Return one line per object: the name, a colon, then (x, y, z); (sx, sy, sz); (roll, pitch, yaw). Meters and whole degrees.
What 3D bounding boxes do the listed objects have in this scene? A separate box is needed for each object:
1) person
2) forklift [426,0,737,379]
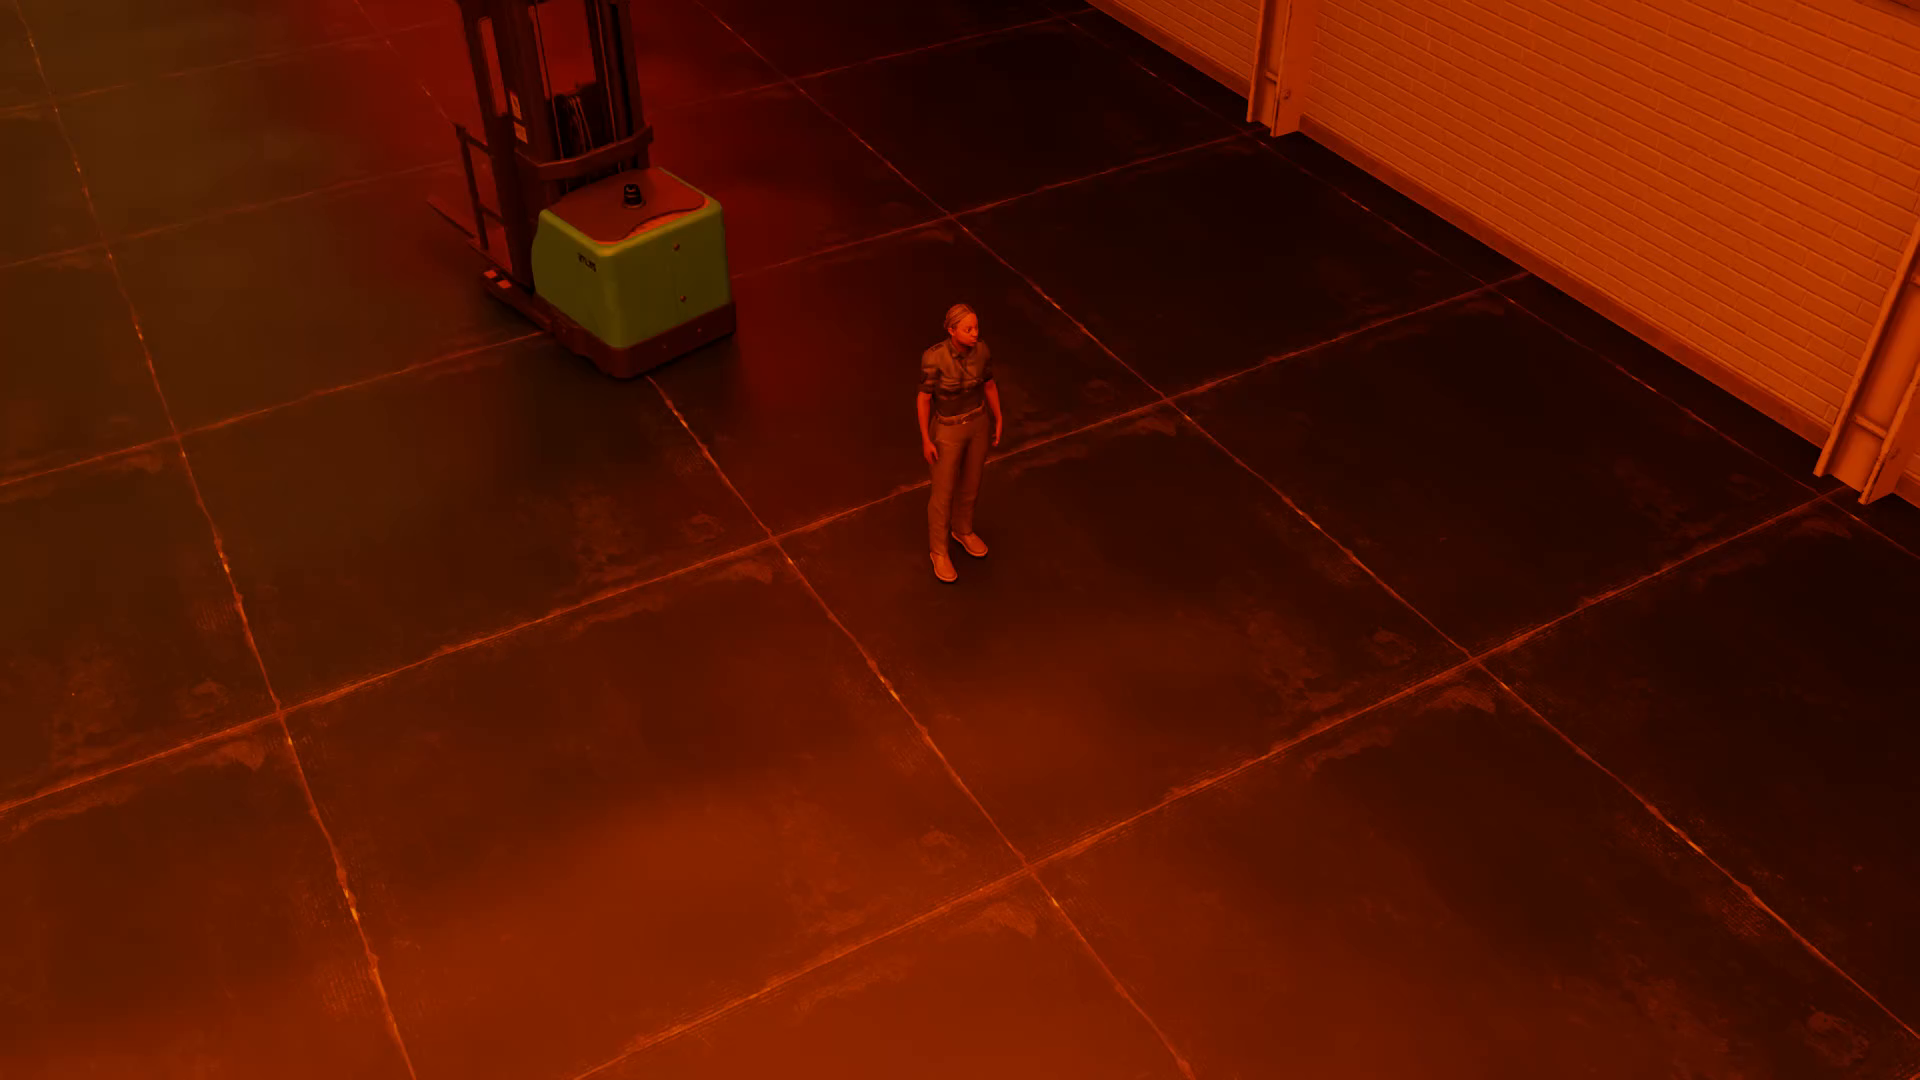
person: (0.027, -0.588, 9.733); (0.569, 1.656, 0.503); (-20, 44, -23)
forklift: (-2.988, -3.105, 11.780); (1.130, 2.935, 3.031); (-30, 48, -31)
